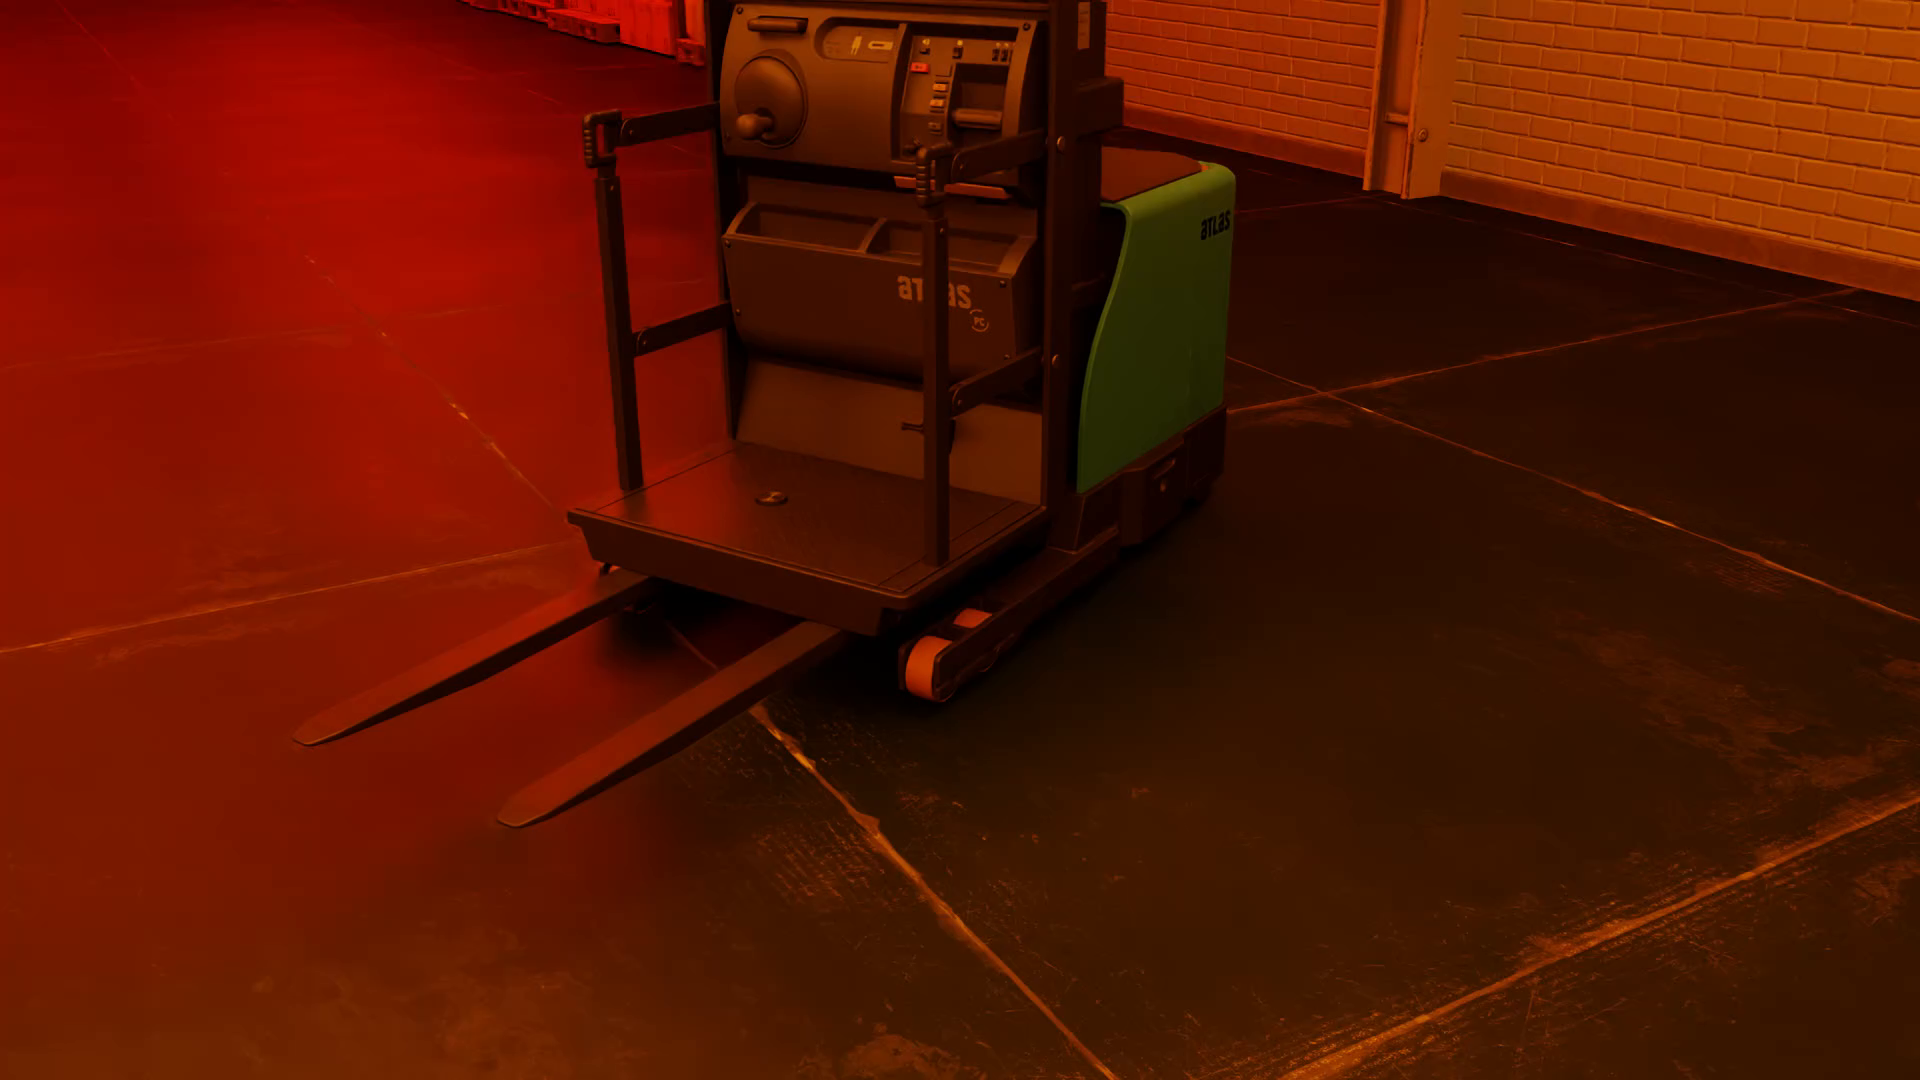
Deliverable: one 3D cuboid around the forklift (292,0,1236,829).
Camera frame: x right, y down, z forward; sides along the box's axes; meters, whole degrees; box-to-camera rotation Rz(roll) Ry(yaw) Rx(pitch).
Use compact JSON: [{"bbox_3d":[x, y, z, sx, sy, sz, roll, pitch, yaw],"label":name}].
[{"bbox_3d":[-0.336,-1.151,4.079,1.130,2.935,3.031,13,26,29],"label":"forklift"}]
